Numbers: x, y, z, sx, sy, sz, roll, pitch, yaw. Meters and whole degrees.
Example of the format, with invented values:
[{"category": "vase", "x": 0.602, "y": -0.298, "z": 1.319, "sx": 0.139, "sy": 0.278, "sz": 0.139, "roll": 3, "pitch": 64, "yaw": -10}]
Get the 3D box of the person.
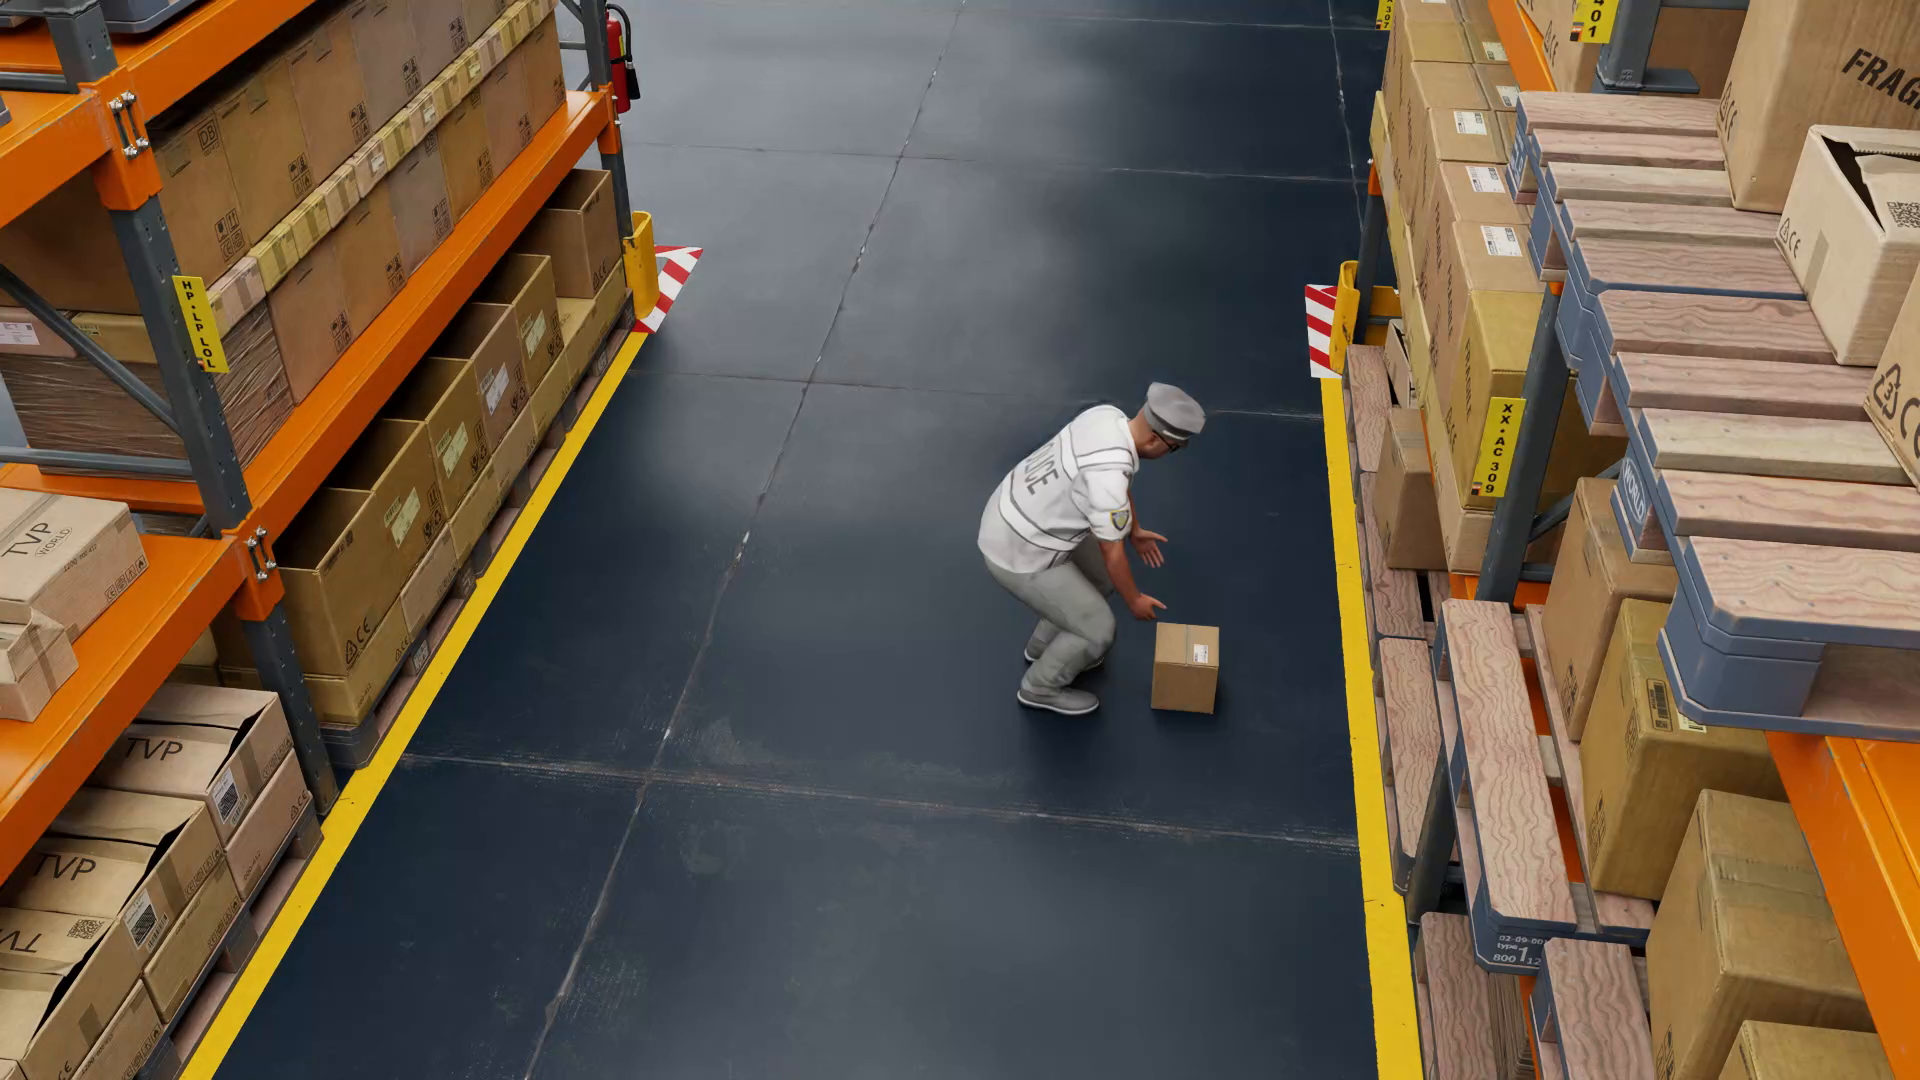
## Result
[{"category": "person", "x": 0.488, "y": 0.009, "z": 6.453, "sx": 0.826, "sy": 1.381, "sz": 0.590, "roll": 4, "pitch": 36, "yaw": 6}]
